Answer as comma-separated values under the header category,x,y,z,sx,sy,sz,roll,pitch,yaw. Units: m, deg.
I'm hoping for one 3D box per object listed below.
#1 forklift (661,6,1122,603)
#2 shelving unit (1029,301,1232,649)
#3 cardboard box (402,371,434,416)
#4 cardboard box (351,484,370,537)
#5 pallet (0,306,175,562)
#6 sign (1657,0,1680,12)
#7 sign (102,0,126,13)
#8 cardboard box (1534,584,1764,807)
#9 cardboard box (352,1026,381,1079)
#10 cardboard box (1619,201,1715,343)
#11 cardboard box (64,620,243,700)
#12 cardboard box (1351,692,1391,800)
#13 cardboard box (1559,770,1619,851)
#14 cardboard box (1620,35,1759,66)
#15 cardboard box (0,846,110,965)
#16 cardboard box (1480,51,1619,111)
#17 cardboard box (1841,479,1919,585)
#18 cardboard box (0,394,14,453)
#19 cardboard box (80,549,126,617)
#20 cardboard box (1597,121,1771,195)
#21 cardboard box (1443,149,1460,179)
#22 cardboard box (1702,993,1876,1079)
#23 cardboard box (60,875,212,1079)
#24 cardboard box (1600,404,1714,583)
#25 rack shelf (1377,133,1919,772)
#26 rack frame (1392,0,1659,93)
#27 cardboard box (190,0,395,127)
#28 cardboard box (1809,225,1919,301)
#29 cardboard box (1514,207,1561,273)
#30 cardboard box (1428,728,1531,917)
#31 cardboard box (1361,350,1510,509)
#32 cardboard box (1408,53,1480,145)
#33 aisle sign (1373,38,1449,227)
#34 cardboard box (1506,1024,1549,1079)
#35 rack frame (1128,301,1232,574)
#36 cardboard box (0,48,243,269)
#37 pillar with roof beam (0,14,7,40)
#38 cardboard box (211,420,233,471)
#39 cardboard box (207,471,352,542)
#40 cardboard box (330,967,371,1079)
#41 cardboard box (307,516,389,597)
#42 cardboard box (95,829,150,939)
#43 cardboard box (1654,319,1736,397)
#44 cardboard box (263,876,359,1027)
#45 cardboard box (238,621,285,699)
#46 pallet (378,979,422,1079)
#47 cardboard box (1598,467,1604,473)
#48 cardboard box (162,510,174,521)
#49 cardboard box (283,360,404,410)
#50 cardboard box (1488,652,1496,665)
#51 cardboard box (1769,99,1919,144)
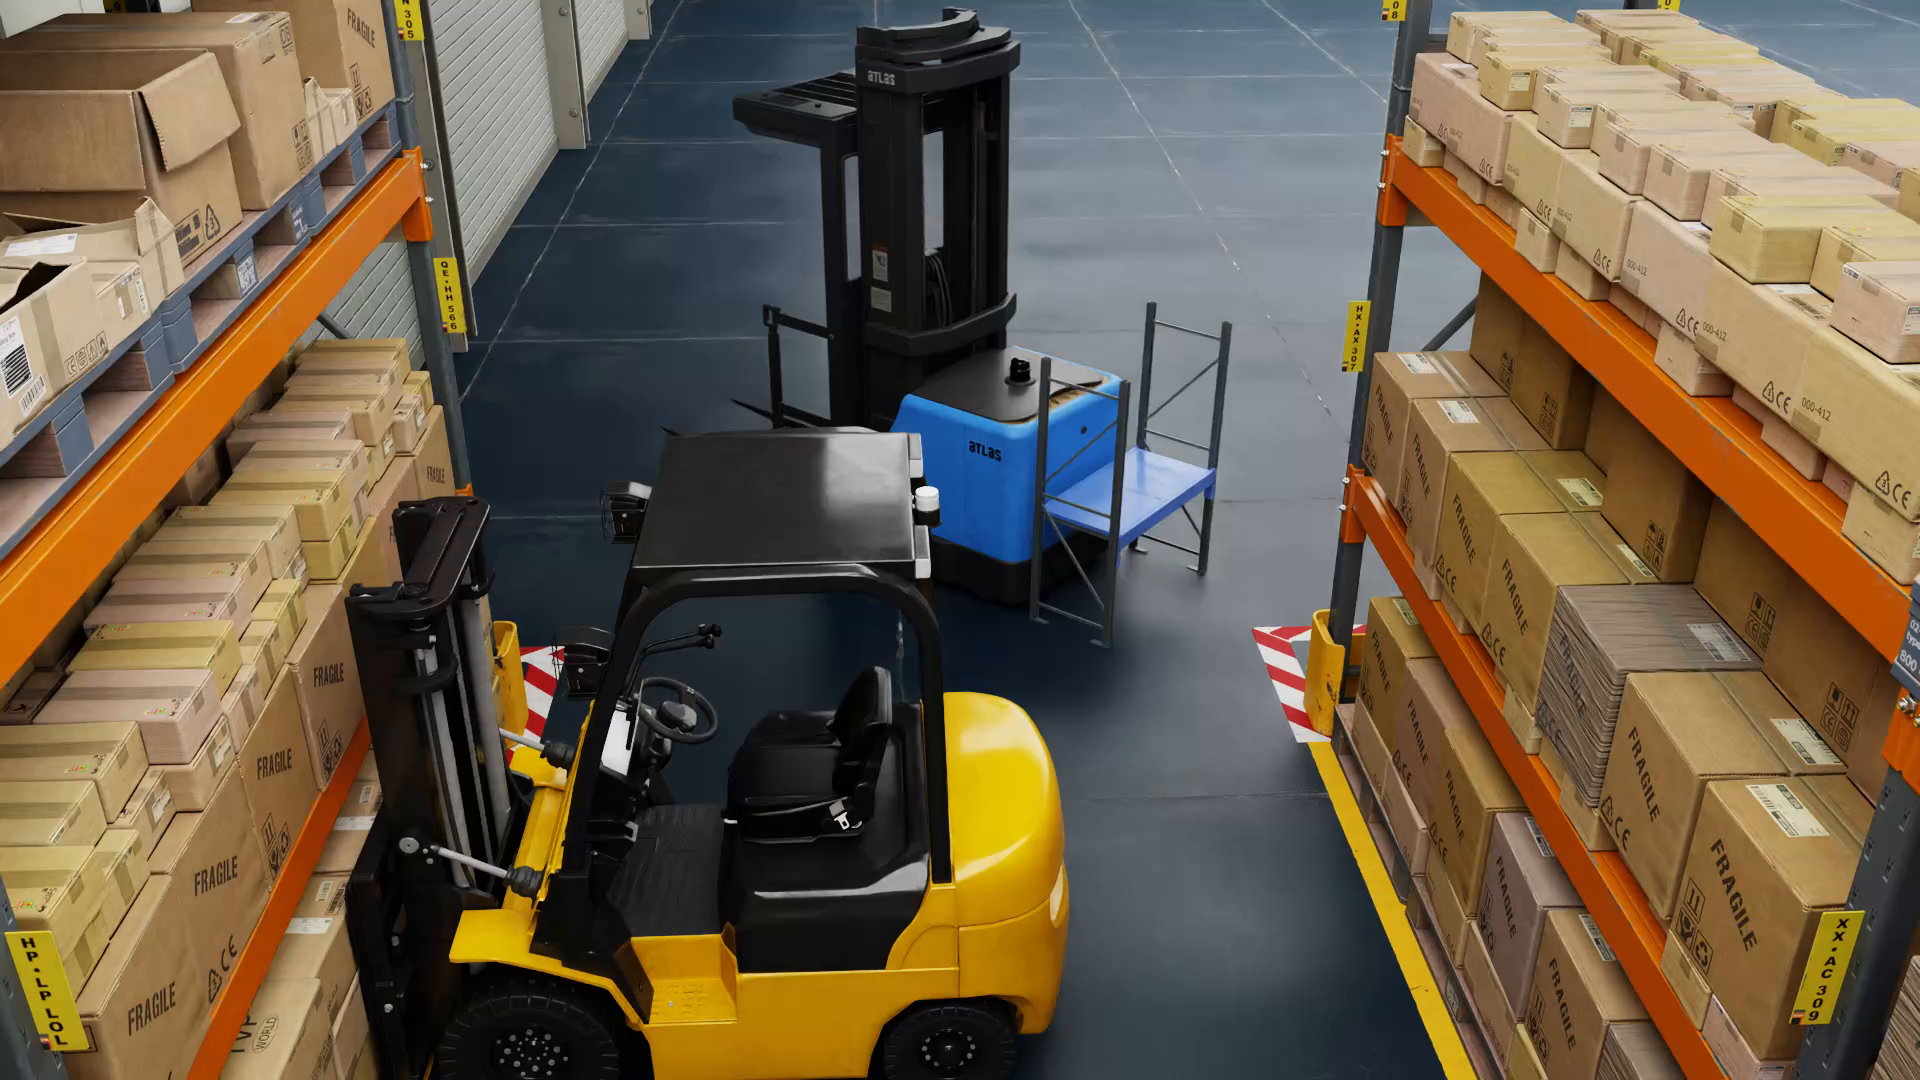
category,x,y,z,sx,sy,sz,roll,pitch,yaw
forklift,-0.537,-1.508,9.472,3.031,2.935,1.130,21,34,34
shelving unit,0.897,-0.359,8.804,0.538,1.500,1.048,20,34,31
cardboard box,-2.381,-0.576,6.800,0.380,0.149,0.250,-1,28,-2
cardboard box,-2.323,-0.100,5.889,0.380,0.149,0.250,-2,28,-4
pallet,-2.541,-0.234,3.807,1.003,0.211,1.213,-1,28,-3
sign,2.833,-2.245,6.610,0.100,0.325,0.005,-1,28,-3
sign,-3.234,-2.139,6.333,0.100,0.325,0.005,-1,28,-3
cardboard box,2.149,0.476,5.164,0.500,0.500,0.500,-1,28,-1
cardboard box,-2.249,1.781,5.611,0.500,0.250,0.500,-1,28,-2
cardboard box,2.155,-0.733,4.509,0.500,0.250,0.500,-2,28,-3
cardboard box,-2.268,0.355,4.694,0.380,0.149,0.250,-2,28,-3
cardboard box,2.043,0.894,7.312,0.500,0.250,0.500,-2,28,-3
cardboard box,2.109,0.830,5.187,0.380,0.149,0.250,-2,28,-3
cardboard box,2.597,-1.704,5.940,0.380,0.149,0.250,-2,28,-3
cardboard box,-2.191,0.832,3.780,0.380,0.149,0.250,-1,28,-2
cardboard box,2.012,-1.571,5.684,0.380,0.149,0.250,-1,28,-3
cardboard box,2.165,-0.028,3.589,0.380,0.149,0.250,-1,28,-2
cardboard box,-2.191,-0.213,3.381,0.380,0.149,0.250,-1,28,-2
cardboard box,-2.805,0.136,5.114,0.380,0.149,0.250,-1,28,-1
cardboard box,2.076,-1.098,4.778,0.380,0.149,0.250,-1,28,-2
cardboard box,2.074,-1.457,6.328,0.380,0.149,0.250,-2,28,-4
cardboard box,2.165,1.299,4.287,0.380,0.149,0.250,-2,28,-3
cardboard box,-2.233,1.195,4.108,0.500,0.500,0.500,-2,28,-4
cardboard box,2.558,-0.207,5.392,0.700,0.500,0.500,-2,28,-3
rack shelf,2.382,-0.606,5.202,1.077,0.370,4.000,-1,28,-3
rack frame,2.278,-3.179,6.113,1.000,3.000,0.127,-1,28,-3
cardboard box,-2.413,-1.803,6.050,0.500,0.500,0.500,-1,28,-1
cardboard box,2.237,-0.625,3.871,0.380,0.149,0.250,-1,28,-1
cardboard box,2.042,-0.980,5.412,0.380,0.149,0.250,-1,28,-2
cardboard box,2.095,1.045,6.211,0.500,0.500,0.500,-1,28,-2
cardboard box,2.025,-0.469,6.976,0.500,0.500,0.500,-2,28,-3
cardboard box,2.038,-1.675,6.315,0.500,0.250,0.500,-2,28,-4
aisle sign,1.965,-1.692,6.940,0.394,0.787,0.004,-1,28,-3
cardboard box,2.149,1.849,5.480,0.500,0.250,0.500,-2,28,-4
rack frame,1.200,-0.548,9.166,0.500,1.500,0.032,20,34,31
cardboard box,-2.467,-1.058,4.618,0.797,0.503,0.637,-1,28,-1
pillar with roof beam,0.756,-2.818,5.421,9.100,9.000,0.400,-1,28,-3
cardboard box,-2.869,-0.343,6.032,0.380,0.149,0.250,-1,28,-2
cardboard box,-2.283,-0.113,5.593,0.380,0.149,0.250,-1,28,-2
cardboard box,-2.230,1.566,5.483,0.500,0.250,0.500,-2,28,-3
cardboard box,-2.346,0.256,5.907,0.500,0.500,0.500,-2,28,-4
cardboard box,-2.239,0.845,4.076,0.380,0.149,0.250,-1,28,-1
cardboard box,2.126,-0.504,4.500,0.380,0.149,0.250,-1,28,-1
cardboard box,-2.236,1.343,5.369,0.500,0.250,0.500,0,28,-1
cardboard box,-2.262,0.373,4.982,0.380,0.149,0.250,-2,28,-4
pallet,-2.537,1.754,6.159,1.003,0.211,1.213,-1,28,-3
cardboard box,2.625,0.012,6.054,0.500,0.500,0.500,-2,28,-3
cardboard box,-2.942,-0.094,5.878,0.380,0.149,0.250,-1,28,-2
cardboard box,-2.406,-0.587,6.501,0.380,0.149,0.250,-1,28,-3
cardboard box,2.137,0.353,6.101,0.380,0.149,0.250,0,28,-1
cardboard box,2.704,-1.234,5.039,0.380,0.149,0.250,-1,28,-1
